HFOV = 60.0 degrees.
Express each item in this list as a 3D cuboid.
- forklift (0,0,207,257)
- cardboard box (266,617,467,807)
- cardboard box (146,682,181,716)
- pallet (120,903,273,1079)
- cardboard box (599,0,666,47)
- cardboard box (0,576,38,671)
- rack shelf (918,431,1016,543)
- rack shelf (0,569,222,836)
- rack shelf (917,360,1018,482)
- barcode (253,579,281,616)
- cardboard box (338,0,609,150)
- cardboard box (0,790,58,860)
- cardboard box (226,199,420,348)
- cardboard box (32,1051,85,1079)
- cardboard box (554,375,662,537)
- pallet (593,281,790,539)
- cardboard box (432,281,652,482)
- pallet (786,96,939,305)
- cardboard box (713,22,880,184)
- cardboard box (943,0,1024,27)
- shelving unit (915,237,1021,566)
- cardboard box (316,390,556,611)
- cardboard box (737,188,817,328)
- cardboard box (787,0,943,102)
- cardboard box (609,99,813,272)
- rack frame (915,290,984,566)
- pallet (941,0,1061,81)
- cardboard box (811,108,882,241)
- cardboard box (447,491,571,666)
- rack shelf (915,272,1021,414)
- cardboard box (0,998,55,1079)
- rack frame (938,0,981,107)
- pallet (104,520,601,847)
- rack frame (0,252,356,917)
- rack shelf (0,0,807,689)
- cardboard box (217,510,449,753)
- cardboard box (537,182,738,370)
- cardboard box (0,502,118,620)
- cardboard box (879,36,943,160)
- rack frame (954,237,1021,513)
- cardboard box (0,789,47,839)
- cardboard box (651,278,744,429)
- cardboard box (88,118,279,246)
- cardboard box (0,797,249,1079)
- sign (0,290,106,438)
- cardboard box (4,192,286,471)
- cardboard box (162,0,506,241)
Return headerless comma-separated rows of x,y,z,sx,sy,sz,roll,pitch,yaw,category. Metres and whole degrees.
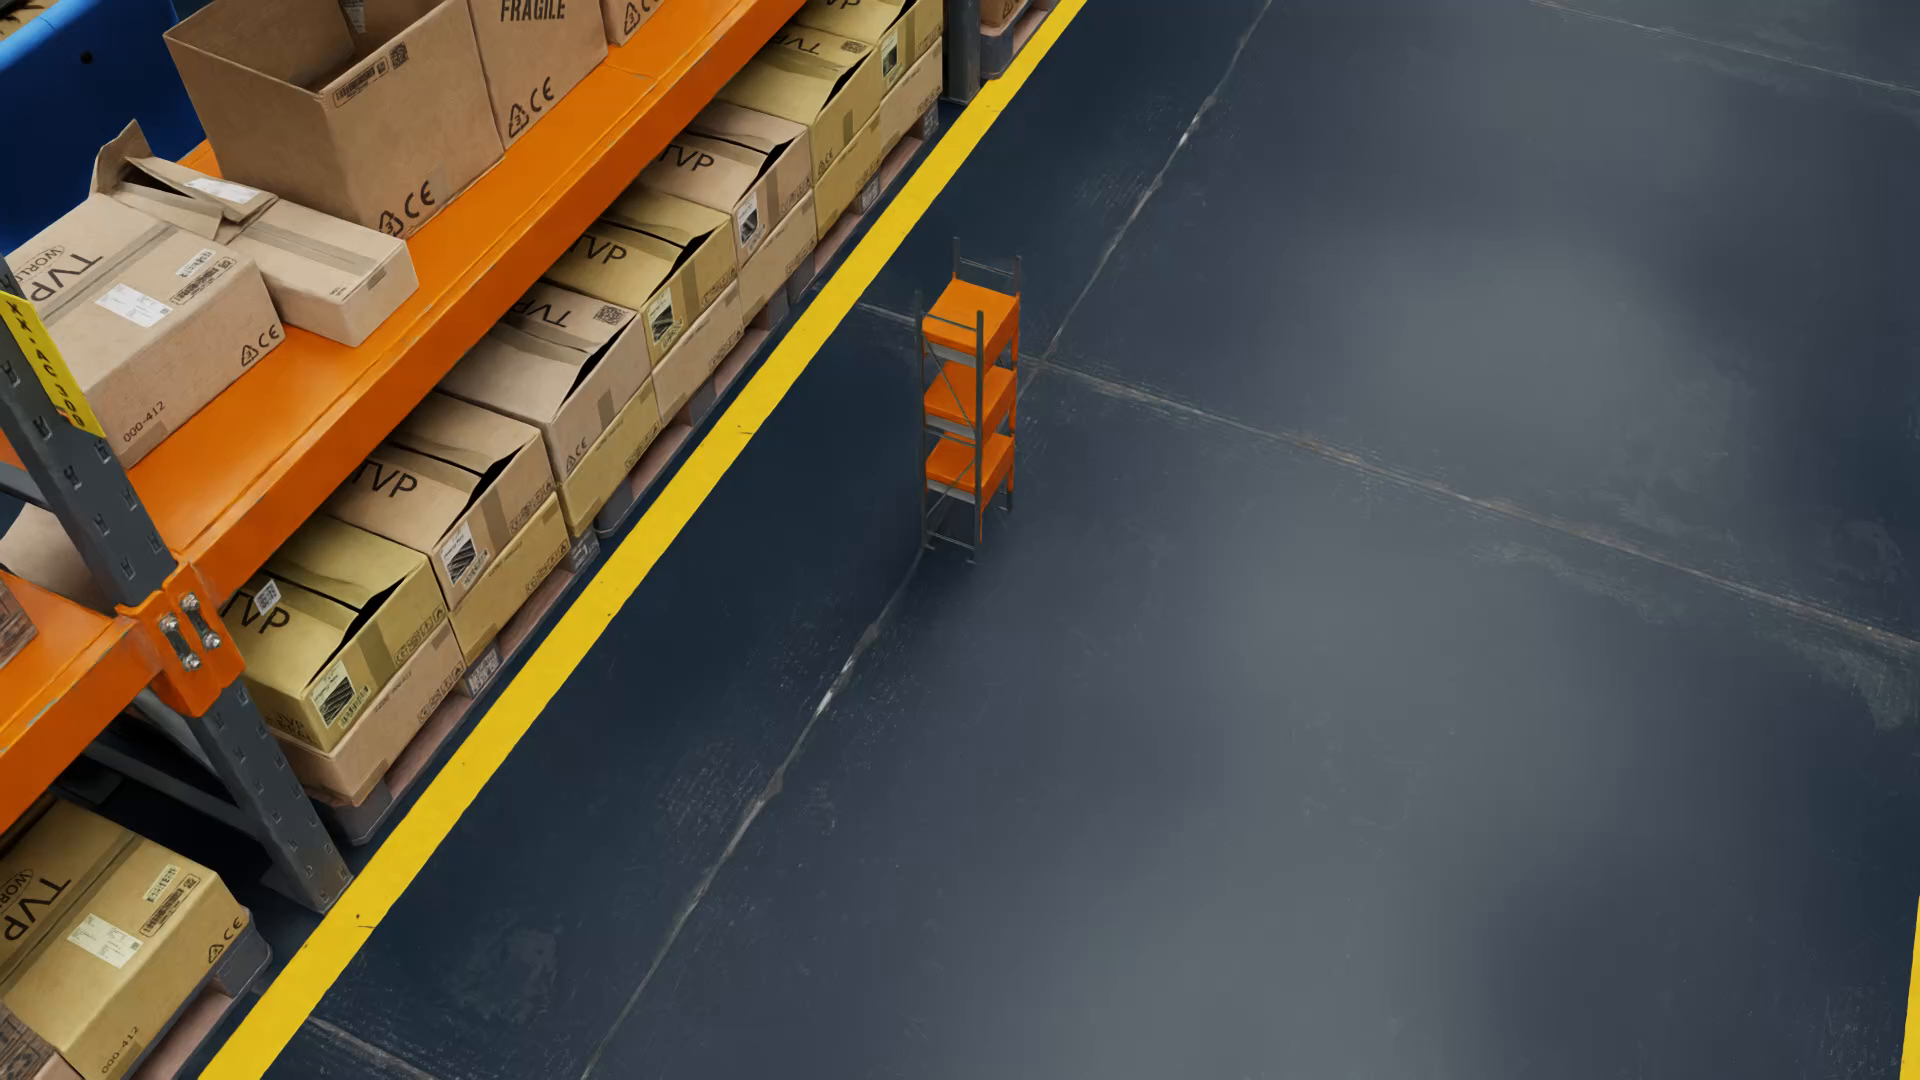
-4.239,-2.342,5.318,3.031,2.935,1.130,18,52,15,forklift
-1.709,0.377,4.490,0.500,0.250,0.500,19,52,15,cardboard box
-2.190,0.194,4.645,0.500,0.250,0.500,19,52,16,cardboard box
-2.483,1.256,4.042,1.003,0.211,1.213,20,52,16,pallet
-1.098,-1.807,4.753,0.500,0.500,0.500,17,52,14,cardboard box
-2.289,0.094,3.135,0.700,0.500,0.500,19,52,15,cardboard box
0.023,-0.190,5.101,0.215,0.259,0.240,20,52,16,rack shelf
-2.959,1.429,2.537,1.077,0.370,4.000,20,52,16,rack shelf
0.023,-0.370,4.890,0.215,0.259,0.240,20,52,16,rack shelf
-1.619,0.135,3.888,0.001,0.075,0.075,20,52,16,barcode
-1.323,-1.445,4.444,0.500,0.500,0.500,20,52,16,cardboard box
-2.577,0.794,4.134,0.500,0.250,0.500,20,52,16,cardboard box
-1.541,-0.644,3.993,0.380,0.149,0.250,20,52,16,cardboard box
-2.328,1.305,3.700,0.500,0.250,0.500,20,52,16,cardboard box
-1.270,-0.333,5.093,0.500,0.250,0.500,18,52,15,cardboard box
-1.305,-0.641,5.657,1.003,0.211,1.213,20,52,16,pallet
-1.264,-0.511,4.877,0.500,0.311,0.500,18,52,15,cardboard box
-0.783,-1.478,6.369,1.003,0.211,1.213,20,52,16,pallet
-0.613,-1.562,5.771,0.500,0.311,0.500,19,52,16,cardboard box
0.057,-2.489,6.750,0.500,0.500,0.500,22,53,18,cardboard box
0.023,-0.377,4.882,0.215,1.050,0.252,20,52,16,shelving unit
-1.484,-0.155,4.573,0.500,0.311,0.500,19,52,16,cardboard box
-0.835,-1.038,5.693,0.500,0.250,0.500,21,53,17,cardboard box
-0.397,-1.922,6.077,0.500,0.311,0.500,21,53,17,cardboard box
-0.831,-1.215,5.476,0.500,0.311,0.500,19,52,16,cardboard box
-0.029,-0.293,4.810,0.200,1.050,0.008,20,52,16,rack frame
-0.043,-2.534,7.267,1.003,0.211,1.213,20,52,16,pallet
-0.617,-1.383,5.987,0.500,0.250,0.500,19,52,16,cardboard box
-1.489,0.025,4.789,0.500,0.250,0.500,21,53,17,cardboard box
0.023,-0.554,4.673,0.215,0.259,0.240,20,52,16,rack shelf
-2.330,1.062,3.414,0.500,0.500,0.500,20,52,16,cardboard box
-0.396,-2.936,5.778,1.000,3.000,0.127,20,52,16,rack frame
-1.825,0.202,4.939,1.003,0.211,1.213,20,52,16,pallet
-2.105,-0.181,3.435,1.000,3.000,0.127,20,52,16,rack frame
-1.250,-1.325,4.881,1.077,0.370,4.000,20,52,16,rack shelf
-1.703,0.188,4.282,0.500,0.311,0.500,20,52,16,cardboard box
-1.047,-0.871,5.183,0.500,0.311,0.500,21,53,17,cardboard box
-2.191,0.020,4.425,0.500,0.311,0.500,20,52,16,cardboard box
-0.400,-1.739,6.290,0.500,0.250,0.500,21,53,17,cardboard box
0.075,-0.461,4.953,0.200,1.050,0.008,20,52,16,rack frame
-2.586,0.548,3.851,0.500,0.500,0.500,20,52,16,cardboard box
-1.052,-0.683,5.391,0.500,0.250,0.500,21,53,17,cardboard box
-1.895,-0.803,4.052,0.396,0.266,0.258,19,52,15,cardboard box
-2.105,0.964,3.990,0.500,0.250,0.500,20,52,16,cardboard box
-1.602,-0.308,2.922,0.100,0.325,0.005,20,52,16,sign
-1.934,-0.486,3.792,0.500,0.250,0.500,23,53,18,cardboard box
-1.537,-1.100,4.151,0.500,0.500,0.500,23,53,19,cardboard box
